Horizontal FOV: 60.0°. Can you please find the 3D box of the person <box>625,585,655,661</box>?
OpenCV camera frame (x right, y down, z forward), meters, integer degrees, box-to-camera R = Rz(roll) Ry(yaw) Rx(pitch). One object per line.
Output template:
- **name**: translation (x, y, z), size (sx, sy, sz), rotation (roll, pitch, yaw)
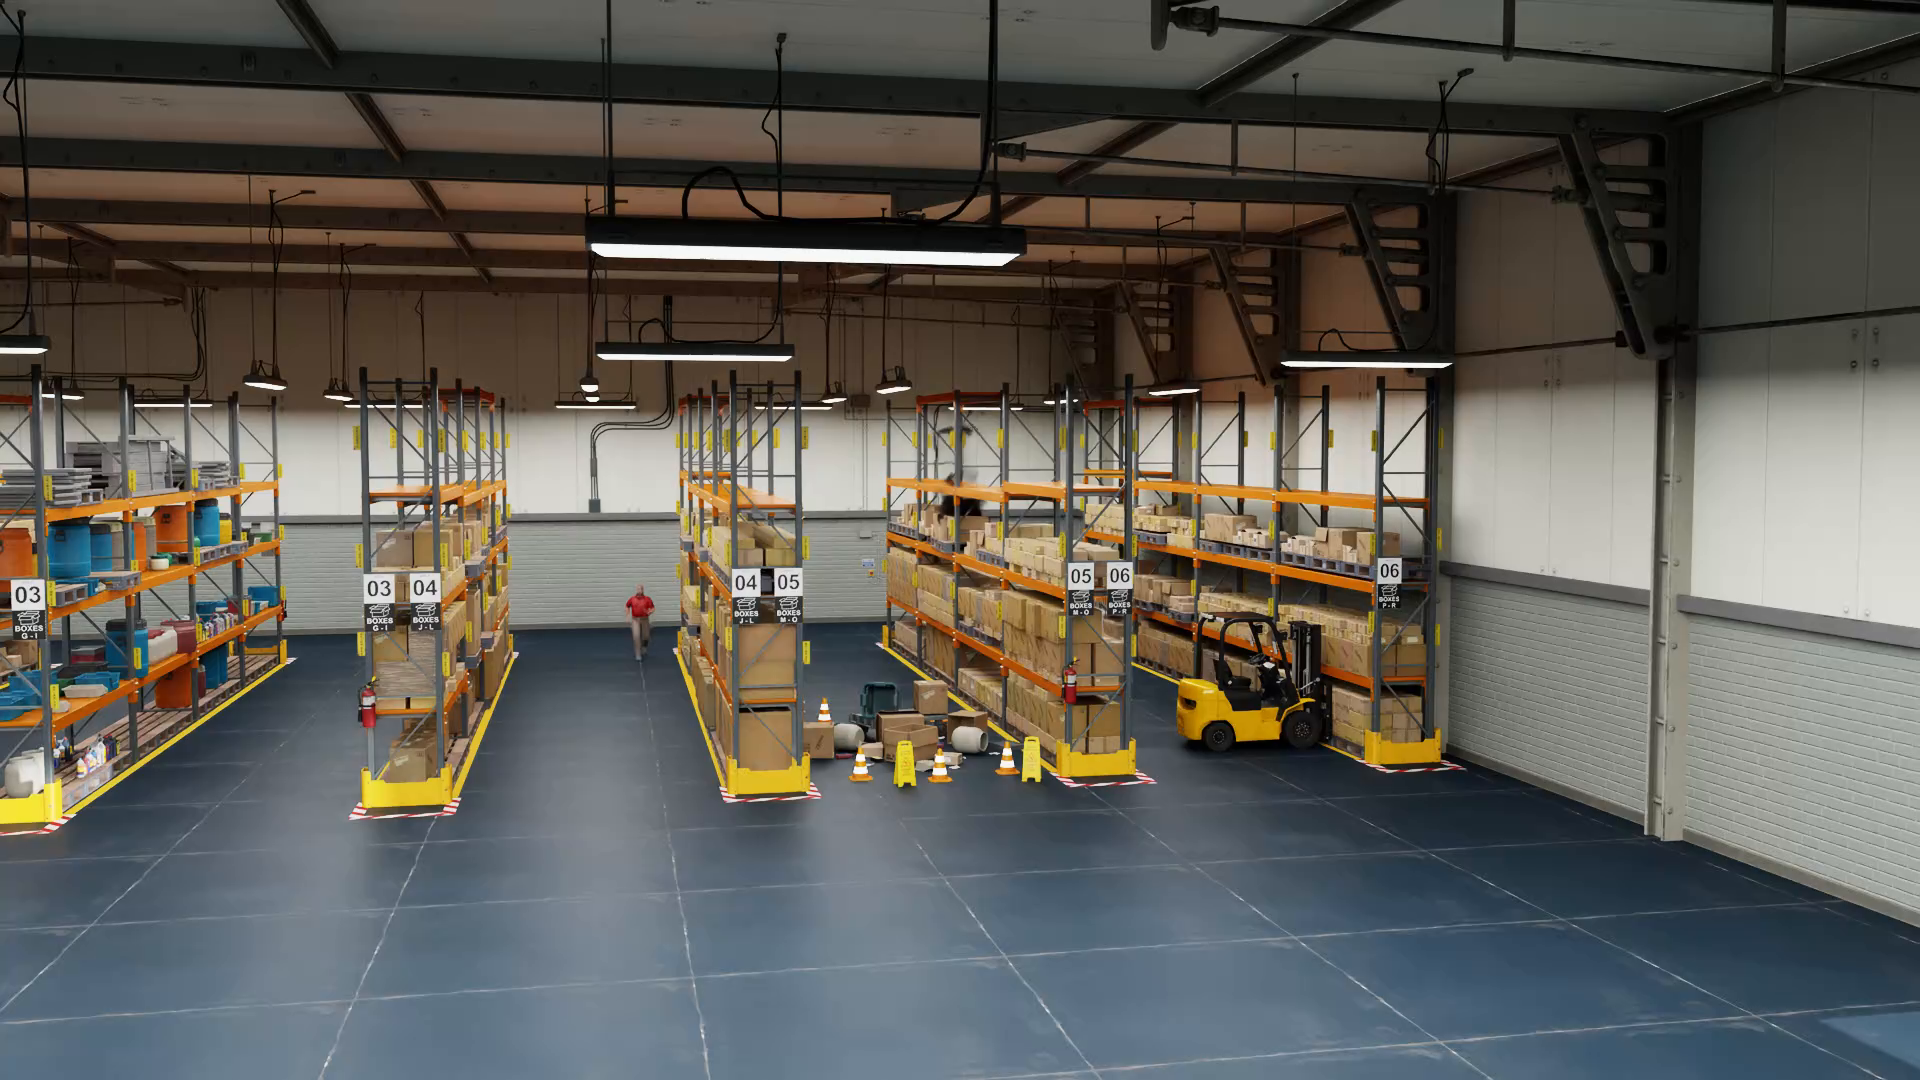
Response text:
- **person**: translation (-7.343, 1.884, 38.147), size (0.676, 1.689, 0.855), rotation (-1, 3, -12)
